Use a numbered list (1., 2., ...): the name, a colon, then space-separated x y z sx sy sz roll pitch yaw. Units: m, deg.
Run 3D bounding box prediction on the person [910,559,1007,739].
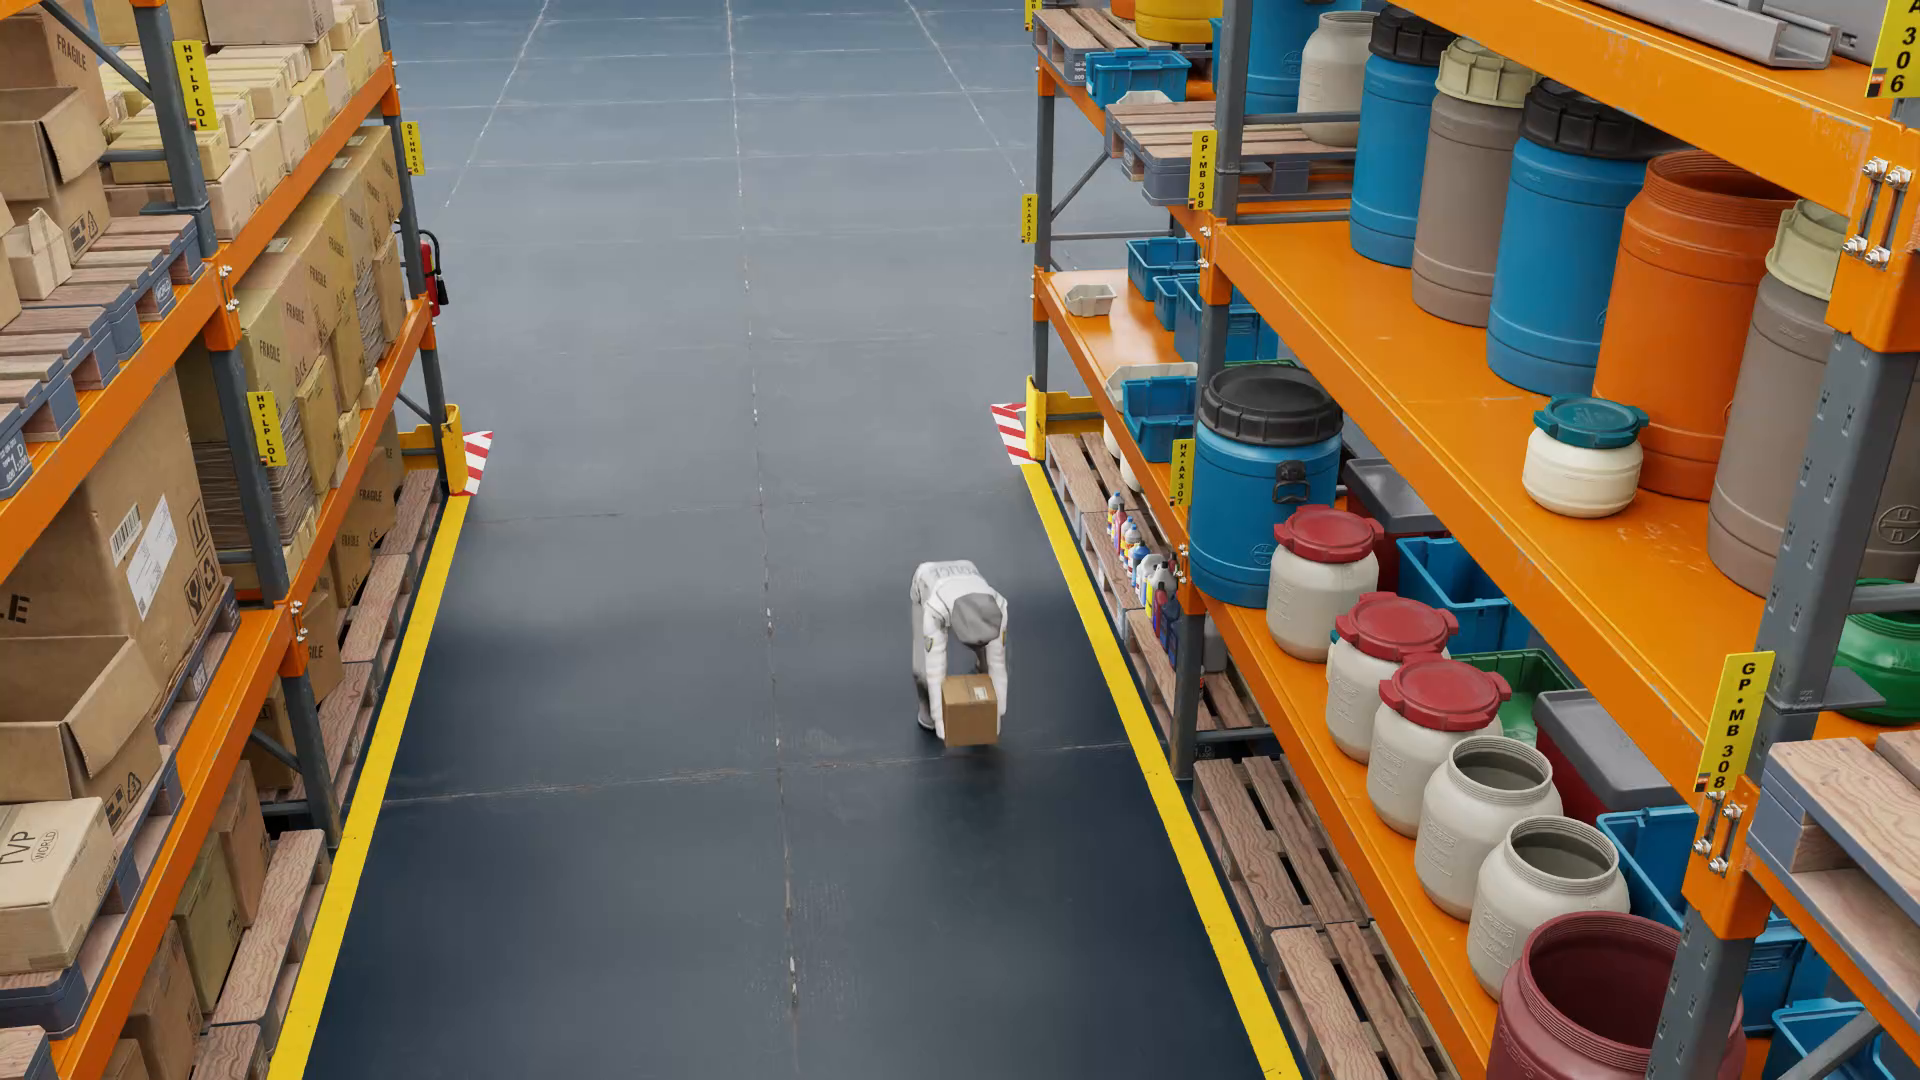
1. person: -0.004 0.553 8.294 0.468 0.984 0.915 -5 28 -9
